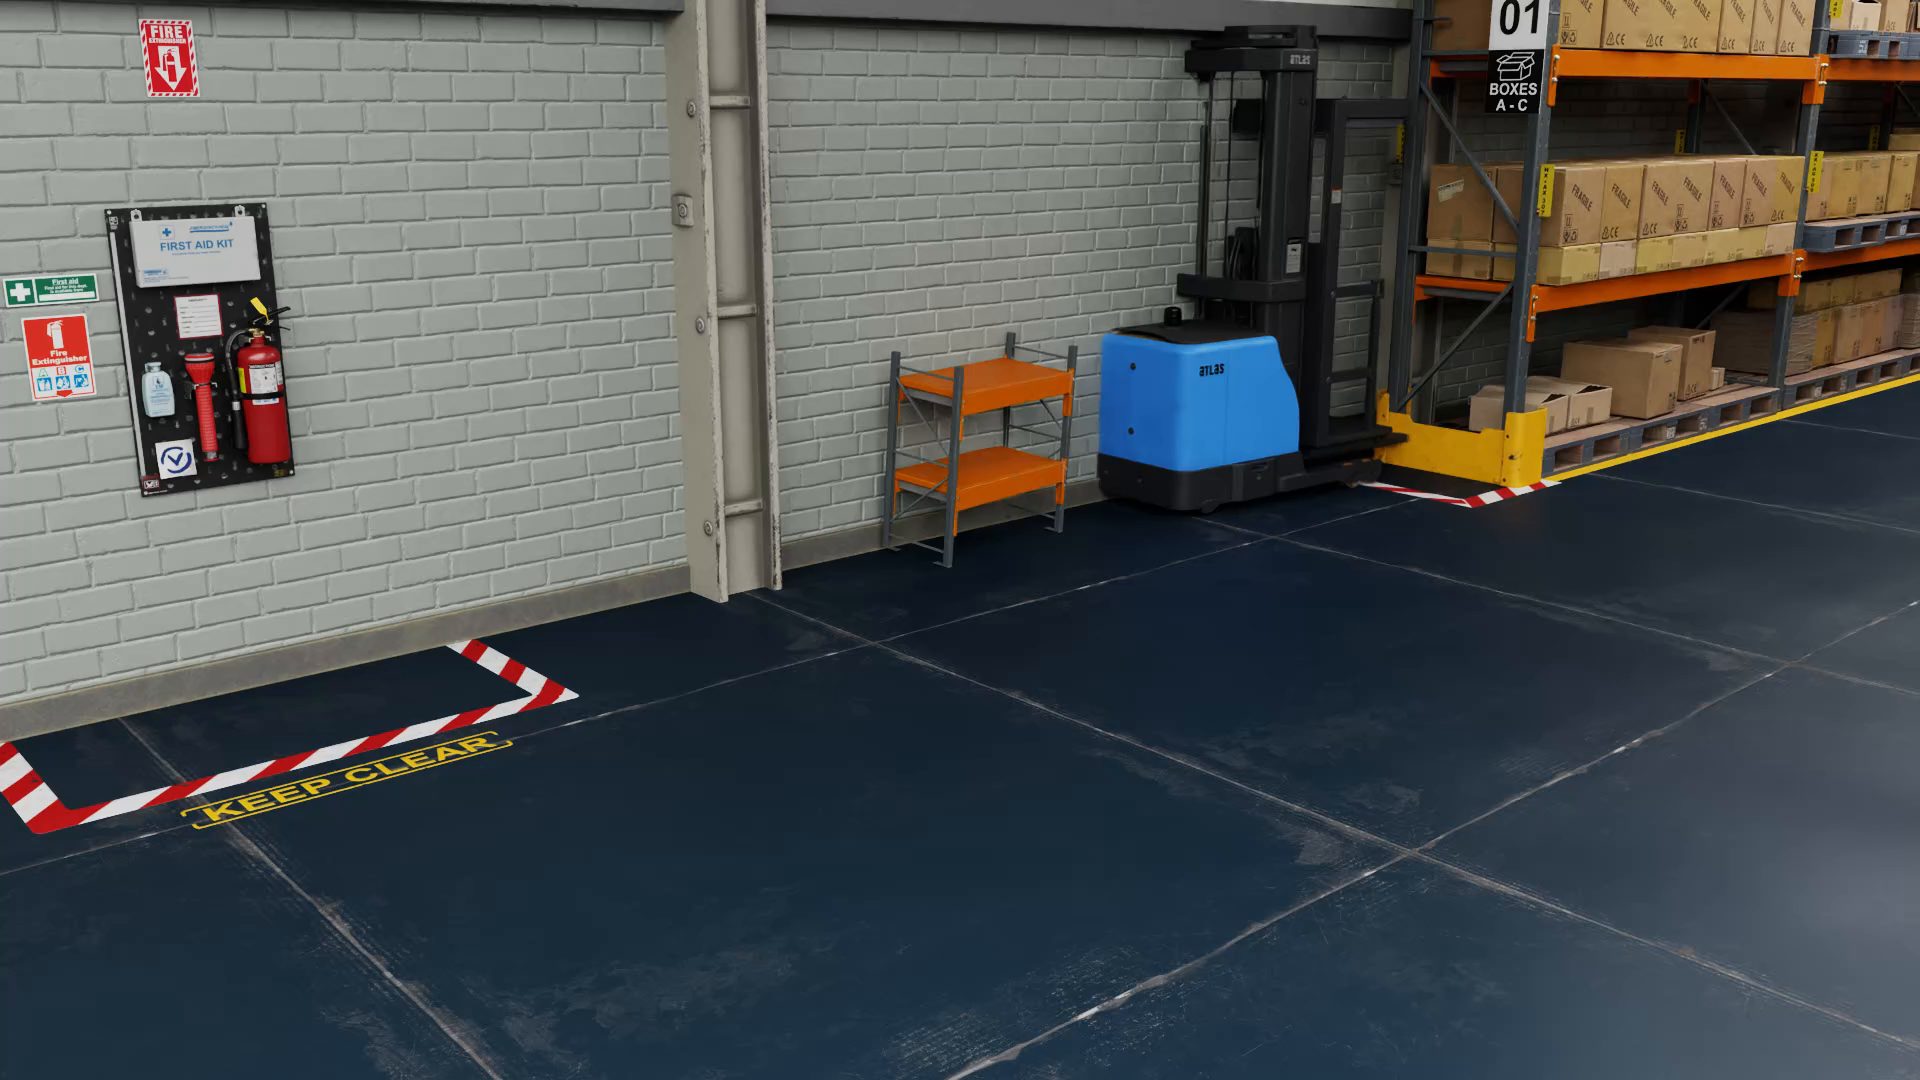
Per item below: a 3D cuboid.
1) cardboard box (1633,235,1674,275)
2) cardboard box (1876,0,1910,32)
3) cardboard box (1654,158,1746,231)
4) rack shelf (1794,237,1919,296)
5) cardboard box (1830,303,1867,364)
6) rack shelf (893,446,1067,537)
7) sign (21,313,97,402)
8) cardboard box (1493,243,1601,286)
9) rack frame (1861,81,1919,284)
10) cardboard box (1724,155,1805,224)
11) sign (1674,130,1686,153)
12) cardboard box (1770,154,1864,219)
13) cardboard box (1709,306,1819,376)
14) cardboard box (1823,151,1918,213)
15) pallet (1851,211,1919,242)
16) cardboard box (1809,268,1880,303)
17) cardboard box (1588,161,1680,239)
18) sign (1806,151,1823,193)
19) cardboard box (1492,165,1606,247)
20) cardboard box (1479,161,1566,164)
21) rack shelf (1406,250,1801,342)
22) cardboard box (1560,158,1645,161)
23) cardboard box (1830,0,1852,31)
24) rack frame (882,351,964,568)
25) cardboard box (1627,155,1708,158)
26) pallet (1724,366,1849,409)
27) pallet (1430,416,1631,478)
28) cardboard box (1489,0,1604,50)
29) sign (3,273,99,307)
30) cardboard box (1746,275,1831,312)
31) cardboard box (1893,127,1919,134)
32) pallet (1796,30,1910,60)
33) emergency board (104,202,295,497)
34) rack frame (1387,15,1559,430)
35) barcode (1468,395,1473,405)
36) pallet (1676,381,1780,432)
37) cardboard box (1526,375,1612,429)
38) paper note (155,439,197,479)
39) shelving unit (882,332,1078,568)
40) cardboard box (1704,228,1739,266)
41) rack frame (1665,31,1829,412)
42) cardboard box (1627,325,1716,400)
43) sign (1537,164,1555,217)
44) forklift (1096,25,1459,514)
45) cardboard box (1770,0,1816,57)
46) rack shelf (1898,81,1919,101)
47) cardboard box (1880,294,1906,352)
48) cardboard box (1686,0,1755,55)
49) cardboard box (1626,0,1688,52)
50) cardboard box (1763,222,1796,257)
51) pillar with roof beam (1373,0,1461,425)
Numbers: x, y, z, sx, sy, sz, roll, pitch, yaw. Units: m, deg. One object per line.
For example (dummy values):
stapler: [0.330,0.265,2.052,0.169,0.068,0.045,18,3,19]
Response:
cardboard box: [4.727,-2.053,11.877,0.500,0.250,0.500,-13,20,-40]
cardboard box: [7.793,-4.583,14.277,0.500,0.500,0.500,-14,20,-41]
cardboard box: [5.484,-2.587,12.423,0.500,0.500,0.500,-13,20,-41]
rack shelf: [7.906,-2.588,15.022,4.000,0.370,1.077,-13,19,-39]
cardboard box: [7.710,-1.906,15.063,0.500,0.500,0.700,-12,19,-39]
rack shelf: [0.103,-0.309,9.601,0.538,0.278,1.000,18,22,37]
sign: [-3.560,-0.722,6.573,0.234,0.329,0.001,-13,19,-39]
cardboard box: [3.957,-1.878,11.218,0.500,0.250,0.500,-13,20,-41]
rack frame: [9.415,-3.275,16.197,0.127,3.000,1.000,-13,19,-39]
cardboard box: [6.244,-2.756,13.055,0.500,0.500,0.500,-13,20,-39]
sign: [6.030,-3.264,13.913,0.005,0.325,0.100,-13,19,-39]
cardboard box: [7.230,-3.031,14.238,0.500,0.500,0.700,-10,18,-34]
cardboard box: [6.942,-1.730,14.405,0.500,0.500,0.700,-12,19,-38]
cardboard box: [8.142,-3.239,15.016,0.500,0.500,0.700,-13,19,-39]
pallet: [7.949,-2.839,14.937,1.213,0.211,1.003,-13,19,-39]
cardboard box: [8.050,-2.337,15.226,0.500,0.250,0.500,-13,20,-40]
cardboard box: [4.711,-2.409,11.757,0.500,0.500,0.500,-13,20,-41]
sign: [6.759,-2.911,13.158,0.005,0.325,0.100,-13,19,-39]
cardboard box: [3.937,-2.241,11.127,0.500,0.500,0.500,-13,19,-39]
cardboard box: [3.982,-2.424,11.809,0.500,0.500,0.500,-12,19,-39]
rack shelf: [4.889,-1.911,12.485,4.000,0.370,1.077,-13,19,-39]
cardboard box: [4.749,-2.597,12.460,0.500,0.500,0.500,-12,19,-39]
cardboard box: [6.862,-4.375,13.495,0.500,0.500,0.500,-9,18,-32]
rack frame: [-0.210,-0.442,9.152,0.500,1.125,0.032,18,22,37]
cardboard box: [5.513,-2.771,13.109,0.500,0.500,0.500,-13,20,-40]
pallet: [6.984,-1.382,14.515,1.213,0.211,1.003,-13,19,-39]
pallet: [4.073,-0.716,12.021,1.213,0.211,1.003,-13,19,-39]
cardboard box: [3.796,-3.435,10.751,0.500,0.500,0.500,-12,19,-38]
sign: [-3.551,-0.978,6.501,0.331,0.109,0.001,-13,19,-39]
cardboard box: [7.272,-2.167,14.590,0.500,0.250,0.500,-13,20,-41]
cardboard box: [9.587,-3.966,16.523,0.500,0.250,0.500,-12,19,-38]
pallet: [6.933,-4.039,13.611,1.003,0.211,1.213,-13,19,-39]
emergency board: [-3.075,-0.779,6.853,0.643,1.169,0.194,-13,19,-39]
rack frame: [3.380,-1.919,11.124,0.127,3.000,1.000,-13,19,-39]
barcode: [3.712,-1.018,12.089,0.075,0.075,0.001,-13,19,-39]
pallet: [5.914,-1.129,13.568,1.213,0.211,1.003,-13,19,-39]
cardboard box: [4.391,-1.029,12.148,0.500,0.311,0.500,-11,18,-35]
paper note: [-3.254,-0.337,6.905,0.142,0.148,0.016,-13,19,-39]
shelving unit: [0.118,-0.541,9.527,0.538,1.125,1.048,18,22,37]
cardboard box: [5.489,-2.224,12.516,0.500,0.250,0.500,-13,20,-40]
rack frame: [6.397,-2.597,13.660,0.127,3.000,1.000,-13,19,-39]
cardboard box: [5.641,-1.418,13.239,0.500,0.500,0.500,14,21,43]
sign: [3.736,-2.232,10.616,0.005,0.325,0.100,-13,19,-39]
forklift: [2.214,-1.862,11.042,3.031,2.935,1.130,-11,19,-37]
cardboard box: [6.177,-3.970,12.756,0.500,0.500,0.500,-12,19,-38]
rack shelf: [10.924,-4.715,17.171,4.000,0.370,1.077,-13,19,-39]
cardboard box: [8.441,-2.083,15.726,0.500,0.500,0.700,-13,20,-39]
cardboard box: [5.396,-3.786,12.067,0.500,0.500,0.500,-14,20,-41]
cardboard box: [4.614,-3.607,11.398,0.500,0.500,0.500,-12,19,-37]
cardboard box: [6.239,-2.395,13.156,0.500,0.250,0.500,-13,19,-39]
pillar with roof beam: [6.166,-4.267,8.286,0.400,9.000,9.100,-13,19,-39]
